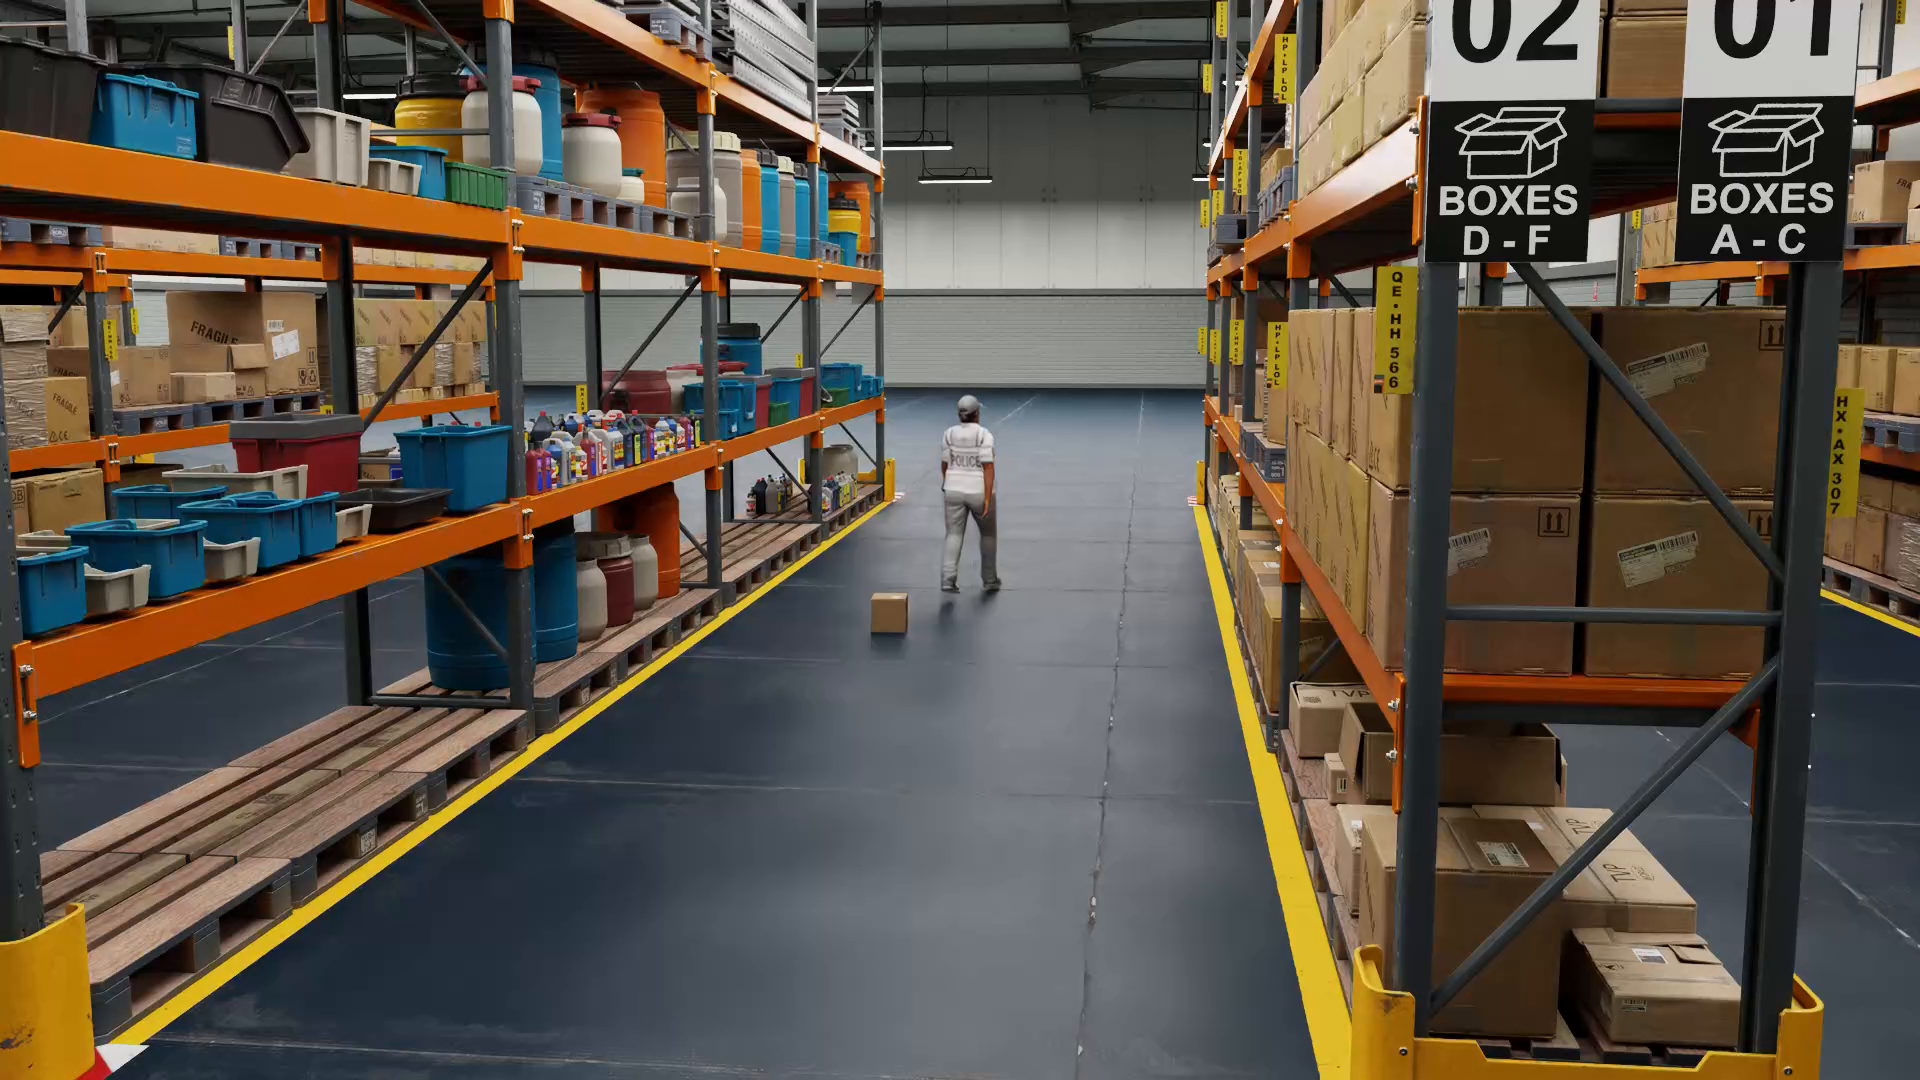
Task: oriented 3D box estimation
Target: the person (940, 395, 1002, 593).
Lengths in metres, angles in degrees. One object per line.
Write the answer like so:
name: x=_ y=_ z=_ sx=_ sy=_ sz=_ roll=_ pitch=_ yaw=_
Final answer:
person: x=0.075 y=-0.379 z=13.576 sx=0.481 sy=1.607 sz=1.000 roll=2 pitch=8 yaw=13
